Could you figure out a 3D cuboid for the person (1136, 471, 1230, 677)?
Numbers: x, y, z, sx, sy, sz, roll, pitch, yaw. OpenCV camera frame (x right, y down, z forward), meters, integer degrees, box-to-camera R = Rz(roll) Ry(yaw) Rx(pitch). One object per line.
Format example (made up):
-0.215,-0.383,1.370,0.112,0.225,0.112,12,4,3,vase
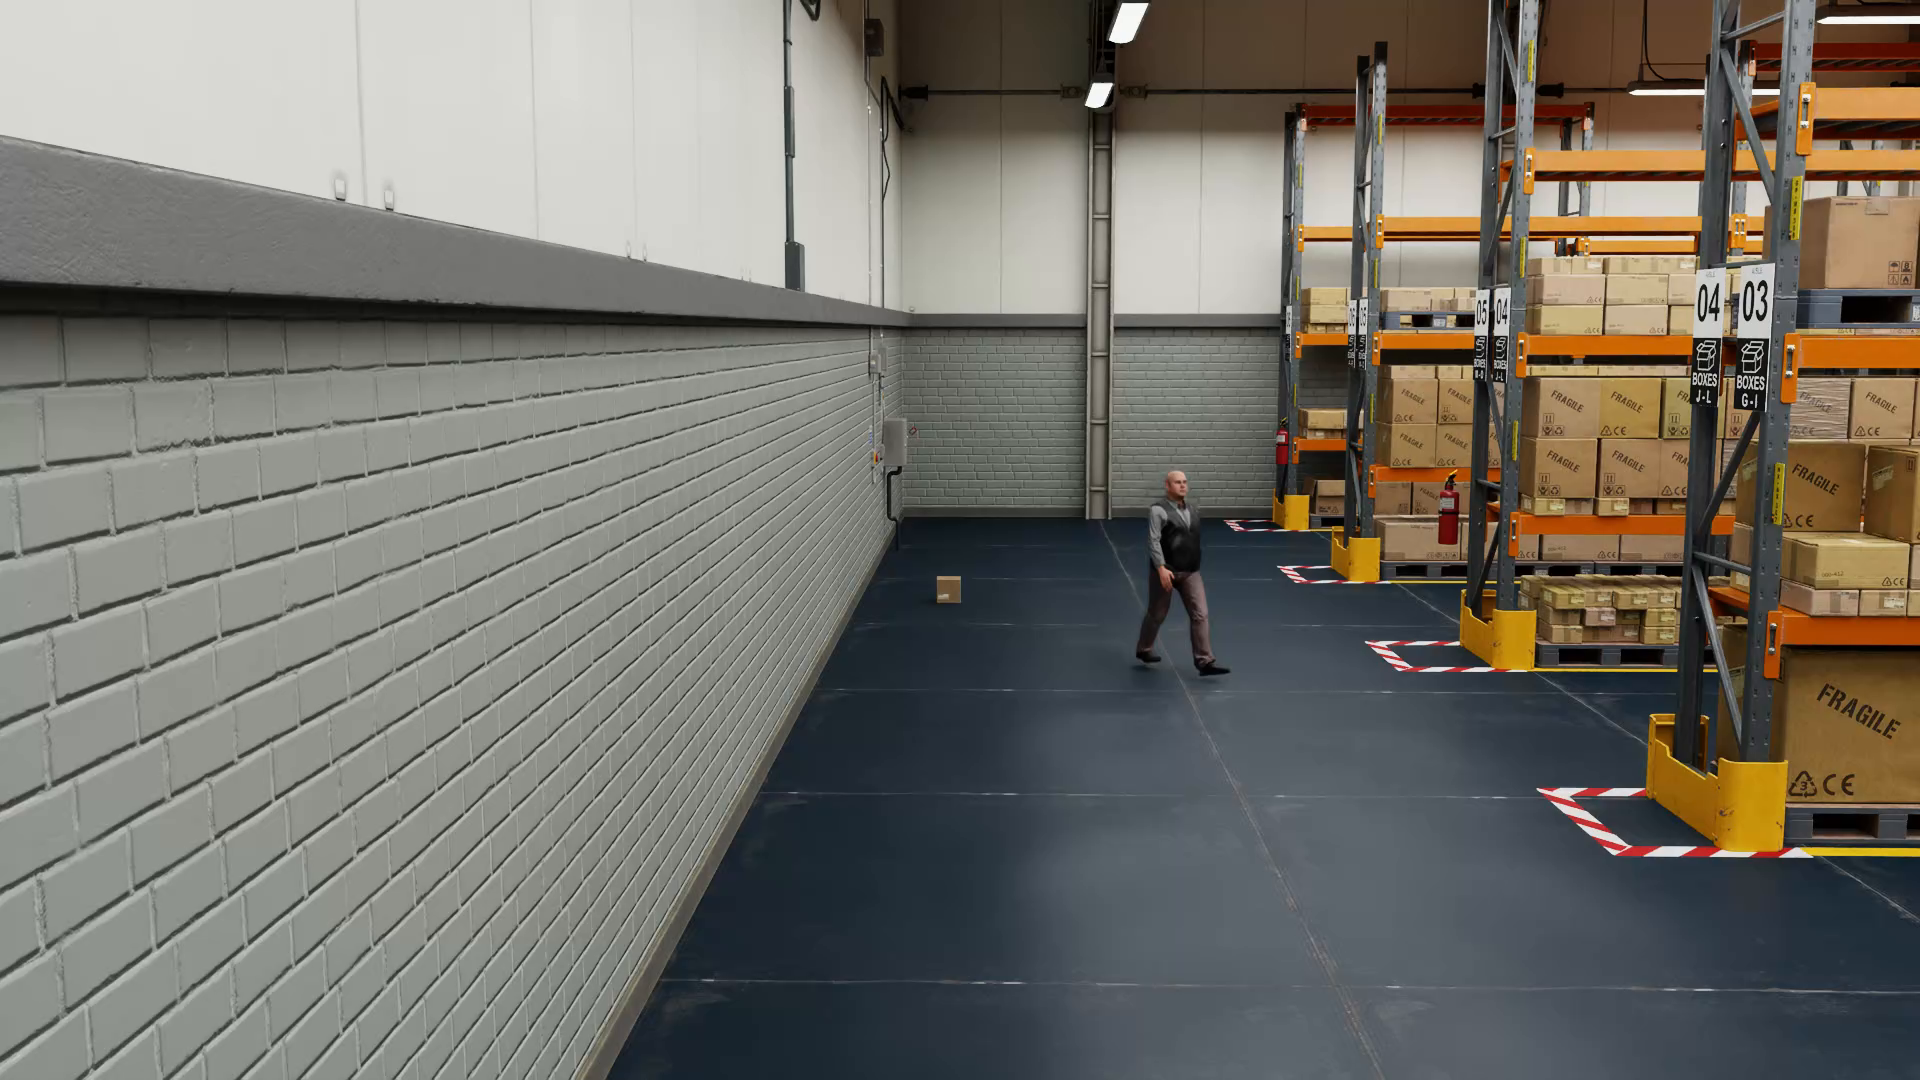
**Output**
1.800,0.270,13.728,0.557,1.673,1.024,-3,8,-24,person
